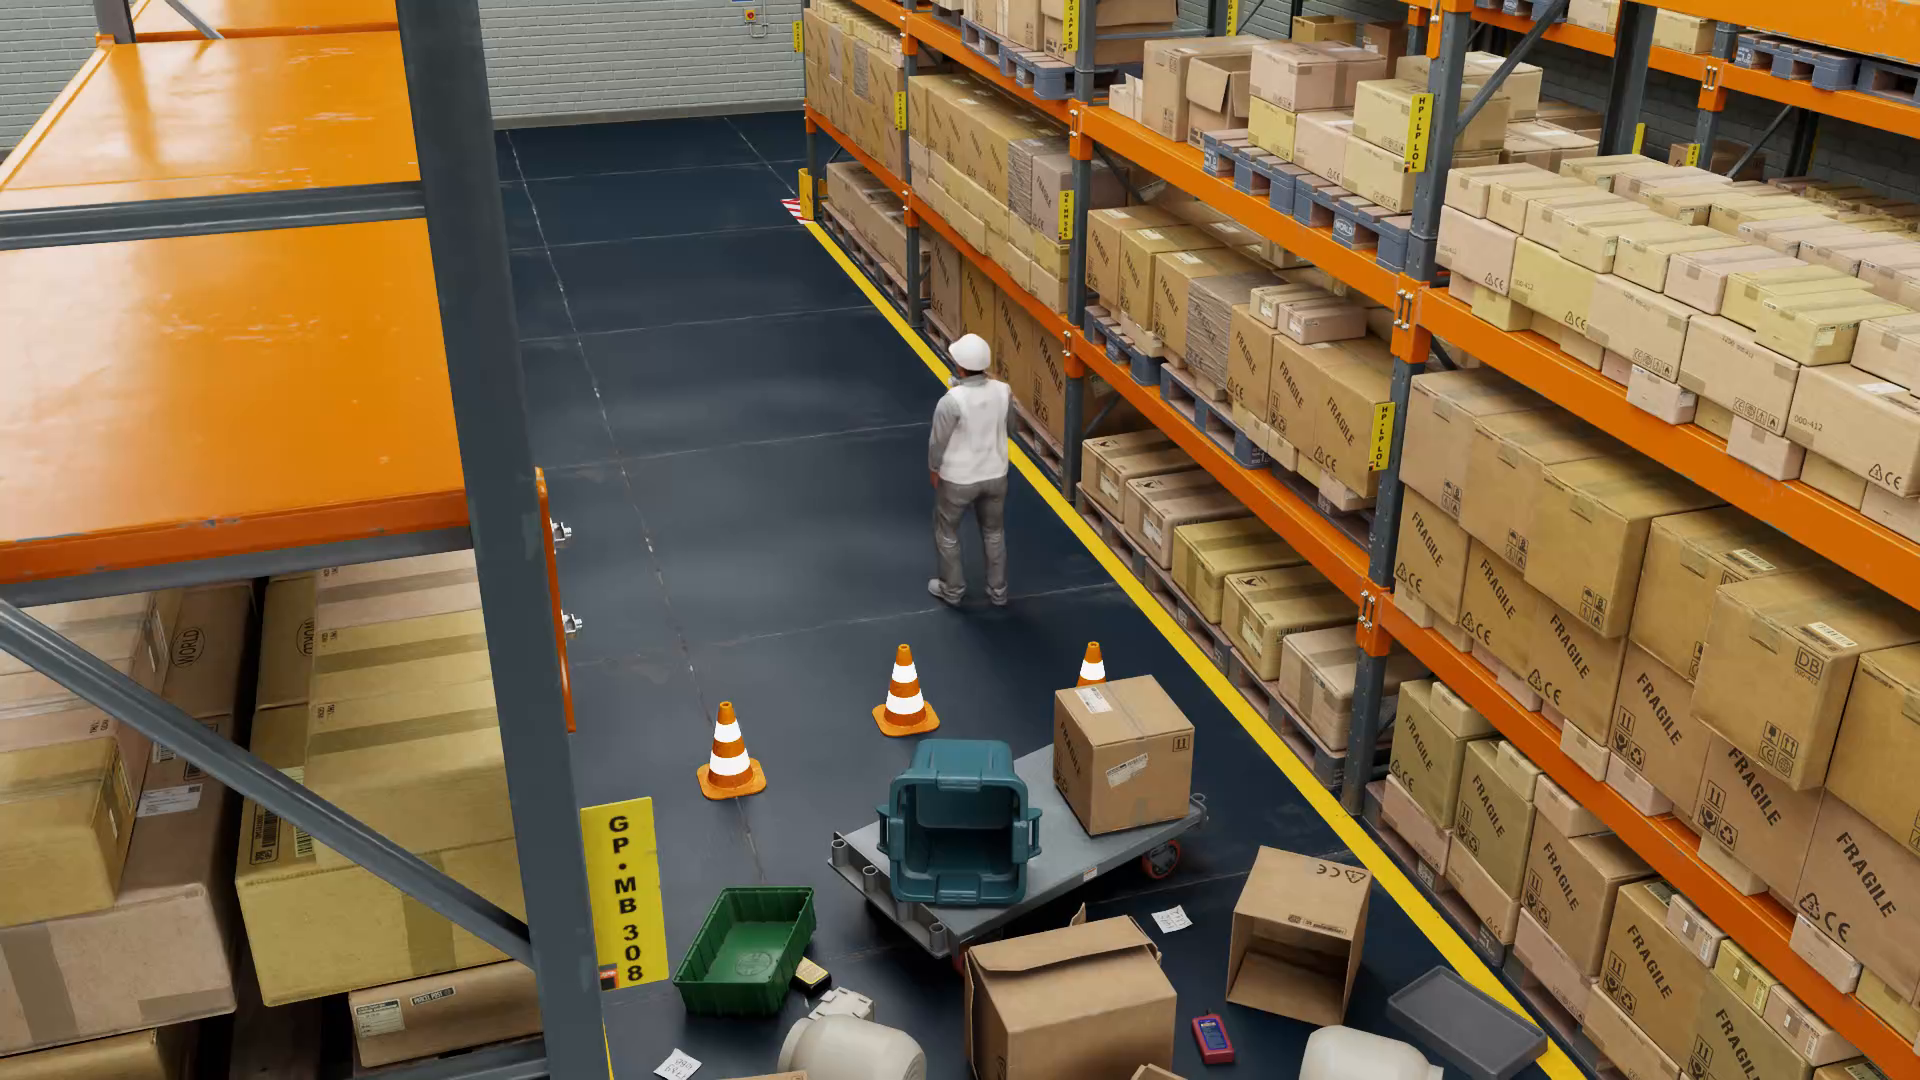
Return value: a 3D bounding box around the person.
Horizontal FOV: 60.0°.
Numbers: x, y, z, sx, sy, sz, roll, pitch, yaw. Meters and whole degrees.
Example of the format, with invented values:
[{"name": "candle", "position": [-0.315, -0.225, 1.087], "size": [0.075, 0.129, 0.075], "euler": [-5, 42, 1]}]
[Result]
[{"name": "person", "position": [0.051, -0.430, 10.212], "size": [0.593, 1.770, 0.482], "euler": [-12, 29, -24]}]
